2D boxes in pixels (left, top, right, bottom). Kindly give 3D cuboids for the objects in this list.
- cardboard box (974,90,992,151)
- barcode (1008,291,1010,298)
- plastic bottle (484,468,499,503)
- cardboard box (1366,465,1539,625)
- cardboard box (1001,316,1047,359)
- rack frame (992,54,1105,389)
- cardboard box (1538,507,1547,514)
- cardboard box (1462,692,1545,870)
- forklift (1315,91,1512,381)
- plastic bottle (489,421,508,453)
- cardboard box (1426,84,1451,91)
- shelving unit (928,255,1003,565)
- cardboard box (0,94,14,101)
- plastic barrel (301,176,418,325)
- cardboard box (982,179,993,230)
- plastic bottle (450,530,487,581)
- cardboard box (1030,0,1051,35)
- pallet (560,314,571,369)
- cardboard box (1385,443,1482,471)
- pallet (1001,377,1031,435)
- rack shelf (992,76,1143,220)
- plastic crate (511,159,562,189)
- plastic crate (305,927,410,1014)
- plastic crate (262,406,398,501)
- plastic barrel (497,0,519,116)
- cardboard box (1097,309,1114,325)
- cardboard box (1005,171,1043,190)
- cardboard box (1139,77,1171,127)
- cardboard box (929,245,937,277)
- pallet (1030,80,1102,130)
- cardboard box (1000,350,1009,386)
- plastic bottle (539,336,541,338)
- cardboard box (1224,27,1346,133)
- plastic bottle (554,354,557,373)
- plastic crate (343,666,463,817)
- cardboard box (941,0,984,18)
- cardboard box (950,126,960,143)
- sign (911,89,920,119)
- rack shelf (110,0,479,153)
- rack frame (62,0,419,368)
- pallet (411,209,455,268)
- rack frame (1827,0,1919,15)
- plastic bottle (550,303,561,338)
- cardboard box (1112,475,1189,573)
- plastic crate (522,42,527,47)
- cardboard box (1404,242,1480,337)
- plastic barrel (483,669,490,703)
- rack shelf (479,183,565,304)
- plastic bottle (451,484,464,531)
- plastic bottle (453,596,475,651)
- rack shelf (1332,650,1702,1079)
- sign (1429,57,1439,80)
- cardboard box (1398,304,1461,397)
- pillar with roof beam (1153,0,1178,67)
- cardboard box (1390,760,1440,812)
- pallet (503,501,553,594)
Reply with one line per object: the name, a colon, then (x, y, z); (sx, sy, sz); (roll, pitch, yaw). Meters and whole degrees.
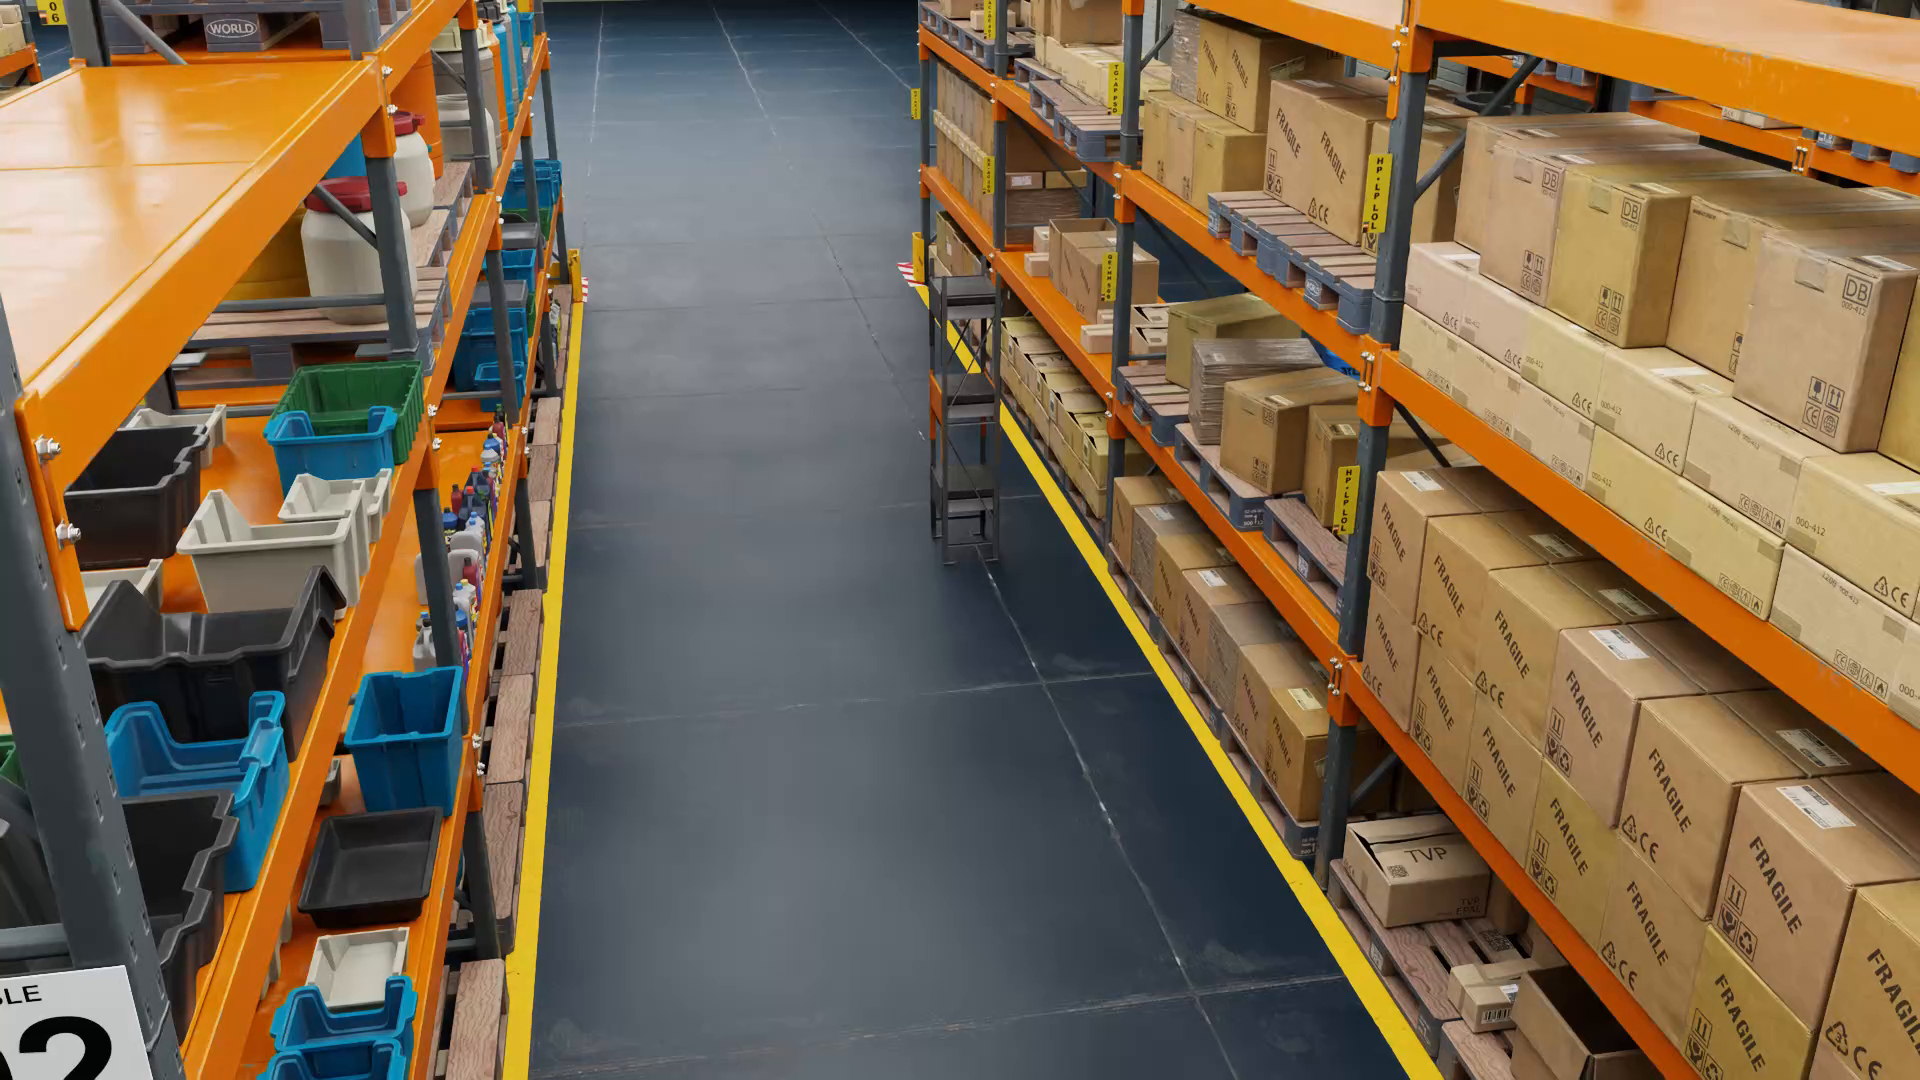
cardboard box: (0.524, -4.045, 16.018); (0.700, 0.500, 0.500); (-4, 24, -10)
barcode: (0.437, -2.200, 14.913); (0.001, 0.075, 0.075); (-4, 24, -10)
plastic bottle: (-2.682, -0.311, 9.462); (0.097, 0.201, 0.097); (0, 24, 0)
cardboard box: (2.089, 0.014, 7.097); (0.500, 0.500, 0.500); (-4, 24, -8)
cardboard box: (0.630, -1.843, 14.933); (0.500, 0.311, 0.500); (-4, 24, -10)
rack frame: (0.799, -2.835, 14.994); (1.000, 3.000, 0.127); (-4, 24, -10)
cardboard box: (2.626, -0.013, 7.157); (0.500, 0.500, 0.500); (-4, 24, -9)
cardboard box: (2.292, 0.885, 6.352); (0.500, 0.500, 0.500); (-4, 24, -10)
forklift: (4.412, -1.962, 13.080); (3.031, 2.935, 1.130); (3, 24, 6)
plastic bottle: (-2.833, -0.631, 10.196); (0.097, 0.201, 0.097); (0, 24, 0)
cardboard box: (5.223, -4.891, 18.926); (0.500, 0.500, 0.500); (-5, 24, -10)
shelving unit: (0.031, -0.897, 11.681); (0.431, 2.100, 0.503); (-4, 24, -10)
cardboard box: (-9.235, -3.923, 15.738); (0.500, 0.500, 0.500); (-4, 24, -10)
plastic barrel: (-2.442, -1.178, 6.758); (0.433, 0.535, 0.433); (0, 24, 0)
cardboard box: (0.606, -3.262, 15.846); (0.700, 0.500, 0.500); (-5, 24, -10)
plastic bottle: (-2.516, 0.068, 8.502); (0.152, 0.276, 0.135); (-4, 24, -10)
cardboard box: (0.874, -4.432, 13.627); (0.500, 0.500, 0.500); (-4, 24, -9)
pallet: (-4.382, -1.940, 16.429); (1.003, 0.211, 1.213); (-4, 24, -10)
cardboard box: (2.410, -0.130, 8.149); (0.700, 0.500, 0.500); (-13, 27, -27)
pallet: (0.973, -1.270, 14.895); (1.003, 0.211, 1.213); (-4, 24, -10)
rack shelf: (1.168, -3.093, 12.736); (1.077, 0.370, 4.000); (-4, 24, -10)
plastic crate: (-4.423, -3.800, 17.390); (0.499, 0.251, 0.616); (-4, 24, -10)
plastic crate: (-1.973, 1.433, 5.476); (0.293, 0.136, 0.466); (-4, 24, -10)
plastic crate: (-2.109, -0.287, 5.620); (0.416, 0.233, 0.300); (-4, 24, -10)
plastic barrel: (-3.642, -3.633, 12.447); (0.600, 0.901, 0.600); (0, 24, 0)
cardboard box: (1.247, -1.644, 12.580); (0.380, 0.149, 0.250); (-3, 24, -6)
cardboard box: (0.538, -3.269, 15.052); (0.380, 0.149, 0.250); (-4, 24, -10)
cardboard box: (1.399, -2.934, 11.136); (0.500, 0.250, 0.500); (-6, 24, -14)
cardboard box: (-0.061, -3.113, 18.542); (0.500, 0.250, 0.500); (-4, 24, -10)
pallet: (1.115, -3.250, 12.431); (1.003, 0.211, 1.213); (-3, 24, -7)
cardboard box: (0.630, -1.590, 15.055); (0.500, 0.250, 0.500); (-5, 24, -11)
plastic bottle: (-3.957, -1.818, 15.523); (0.097, 0.271, 0.097); (0, 24, 0)
cardboard box: (1.801, -2.567, 9.258); (0.500, 0.500, 0.500); (-4, 24, -10)
plastic bottle: (-3.736, -1.627, 15.174); (0.097, 0.201, 0.097); (0, 24, 0)
plastic crate: (-2.169, 0.815, 6.581); (0.392, 0.384, 0.575); (-4, 24, -10)
cardboard box: (0.097, -5.412, 16.322); (0.500, 0.500, 0.500); (-4, 24, -10)
cardboard box: (0.112, -4.175, 17.127); (0.380, 0.149, 0.250); (-5, 24, -12)
sign: (-0.488, -4.803, 18.318); (0.100, 0.325, 0.005); (-4, 24, -10)
rack shelf: (-2.961, -2.346, 7.777); (1.077, 0.370, 4.000); (-4, 24, -10)
rack frame: (-2.591, -2.072, 5.752); (1.000, 3.000, 0.127); (-4, 24, -10)
pallet: (-3.044, -1.358, 8.101); (1.003, 0.211, 1.213); (-4, 24, -10)
rack frame: (6.406, -4.379, 11.033); (1.000, 3.000, 0.127); (-4, 24, -10)
plastic bottle: (-3.959, -2.120, 16.117); (0.144, 0.351, 0.185); (-3, 24, -8)
cardboard box: (1.342, -0.118, 11.345); (0.500, 0.500, 0.500); (-3, 24, -7)
plastic crate: (-4.094, -4.388, 15.067); (0.336, 0.188, 0.450); (-4, 24, -10)
cardboard box: (2.124, -1.014, 6.638); (0.500, 0.250, 0.500); (-4, 24, -10)
plastic barrel: (-3.014, 0.651, 9.499); (0.600, 0.588, 0.708); (-4, 24, -10)
rack shelf: (-4.440, -2.927, 16.103); (1.077, 0.370, 4.000); (-4, 24, -10)
plastic bottle: (-2.732, -0.183, 9.066); (0.061, 0.283, 0.133); (-4, 24, -10)
plastic bottle: (-2.370, 0.379, 7.789); (0.152, 0.276, 0.135); (-4, 24, -10)
rack shelf: (2.648, 1.428, 6.132); (1.077, 0.370, 4.000); (-4, 24, -10)
sign: (5.476, -5.485, 19.220); (0.100, 0.325, 0.005); (-4, 24, -10)
cardboard box: (2.125, -0.785, 6.739); (0.500, 0.250, 0.500); (-4, 24, -10)
pillar with roof beam: (-0.544, -11.716, 27.832); (9.100, 9.000, 0.400); (-4, 24, -10)
cardboard box: (2.428, 1.047, 8.678); (0.500, 0.500, 0.500); (-5, 24, -12)
pallet: (-3.436, 0.074, 11.818); (1.003, 0.211, 1.213); (-4, 24, -10)
